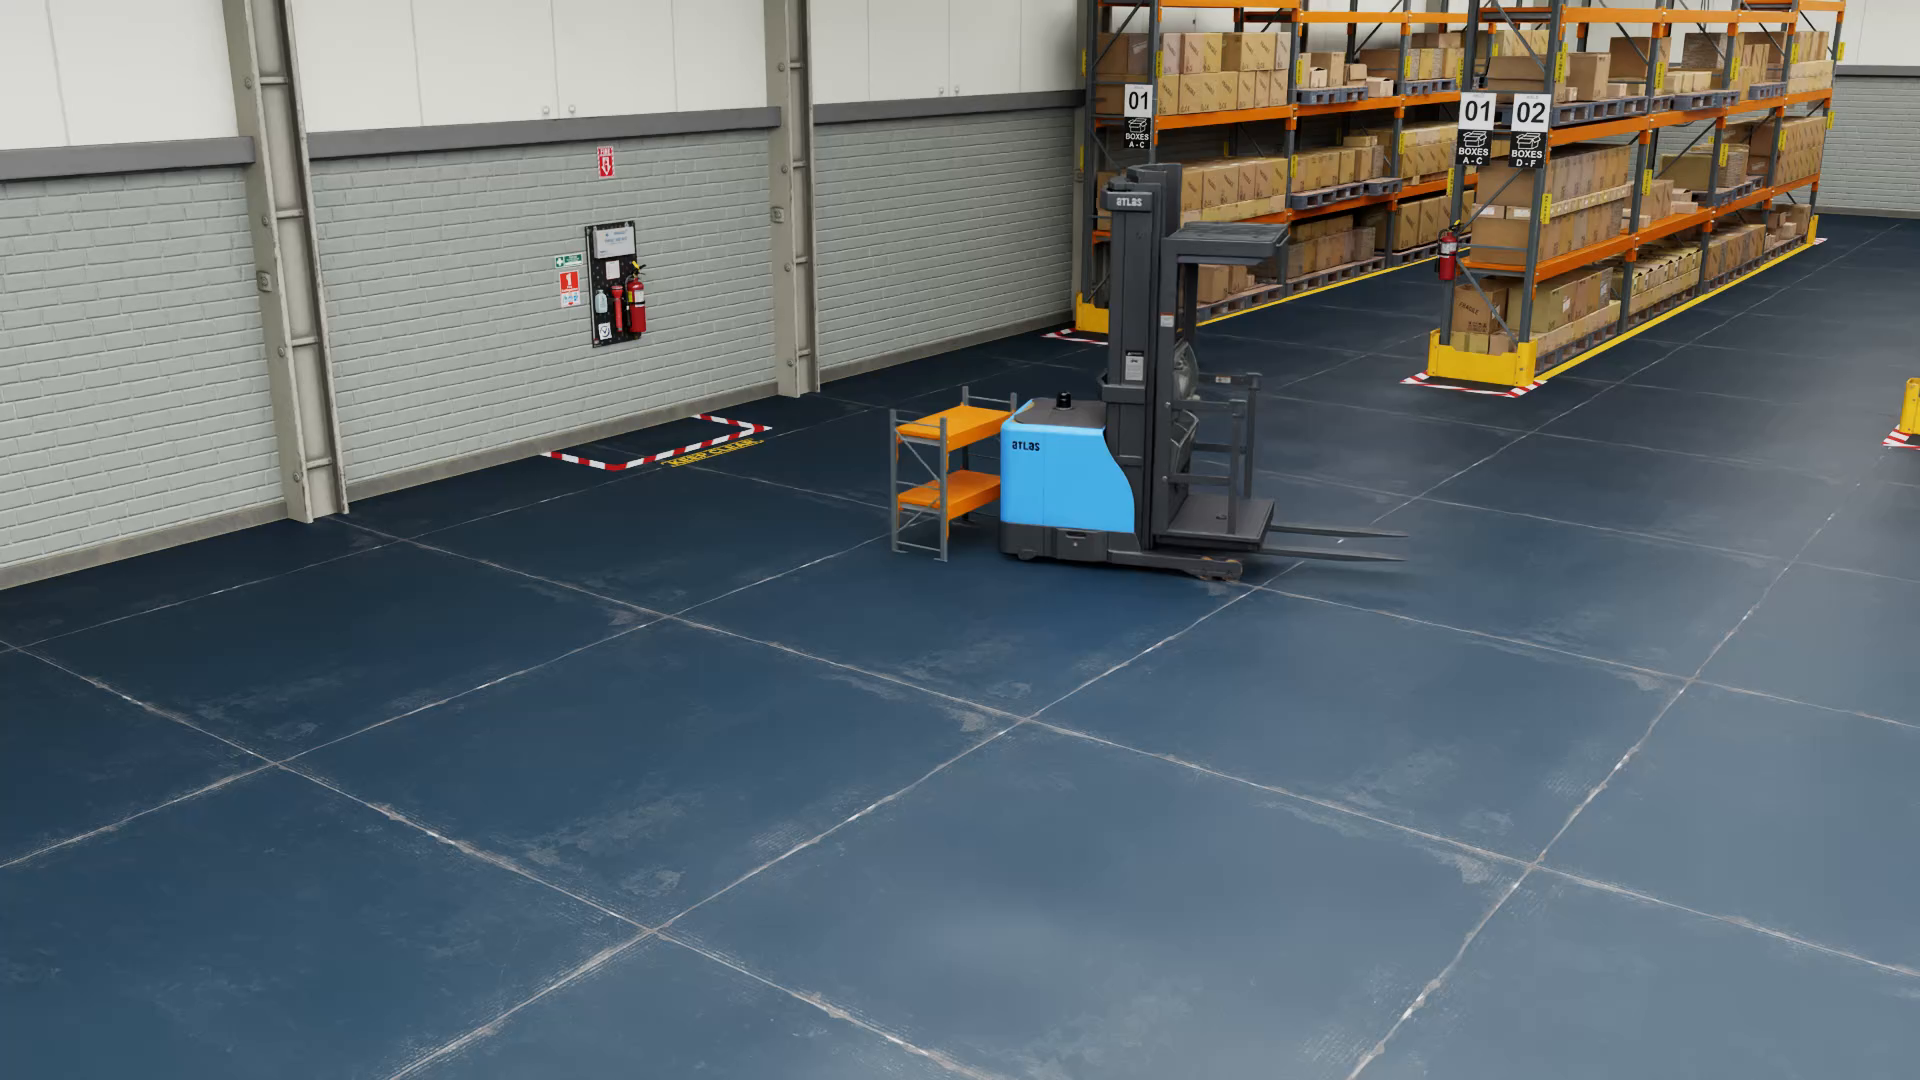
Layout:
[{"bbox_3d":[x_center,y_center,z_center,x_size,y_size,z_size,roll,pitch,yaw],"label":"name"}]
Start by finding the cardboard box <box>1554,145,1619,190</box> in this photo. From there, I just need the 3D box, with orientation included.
[{"bbox_3d":[7.856,-4.701,20.966,0.700,0.500,0.500,12,21,35],"label":"cardboard box"}]

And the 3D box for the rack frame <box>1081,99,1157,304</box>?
[{"bbox_3d":[2.052,-4.182,21.654,1.000,3.000,0.127,12,21,35],"label":"rack frame"}]

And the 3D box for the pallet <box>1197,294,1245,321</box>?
[{"bbox_3d":[3.337,-3.345,23.660,1.003,0.211,1.213,12,21,35],"label":"pallet"}]

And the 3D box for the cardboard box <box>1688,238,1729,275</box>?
[{"bbox_3d":[11.607,-4.413,25.870,0.500,0.500,0.500,12,21,33],"label":"cardboard box"}]

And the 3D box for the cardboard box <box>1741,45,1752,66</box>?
[{"bbox_3d":[12.030,-7.469,26.136,0.600,0.600,0.600,11,21,33],"label":"cardboard box"}]

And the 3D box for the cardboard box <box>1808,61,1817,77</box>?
[{"bbox_3d":[14.573,-8.193,28.922,0.500,0.250,0.500,12,21,35],"label":"cardboard box"}]

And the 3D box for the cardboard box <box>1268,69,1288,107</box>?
[{"bbox_3d":[4.331,-6.460,23.729,0.500,0.500,0.500,13,22,36],"label":"cardboard box"}]

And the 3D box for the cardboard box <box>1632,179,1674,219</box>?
[{"bbox_3d":[9.812,-4.859,23.663,0.500,0.500,0.500,11,20,32],"label":"cardboard box"}]

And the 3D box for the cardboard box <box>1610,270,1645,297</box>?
[{"bbox_3d":[8.862,-3.470,22.343,0.500,0.311,0.500,13,21,35],"label":"cardboard box"}]

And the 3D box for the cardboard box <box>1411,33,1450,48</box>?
[{"bbox_3d":[8.255,-8.768,29.189,0.500,0.250,0.500,12,21,33],"label":"cardboard box"}]

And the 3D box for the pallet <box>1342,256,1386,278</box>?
[{"bbox_3d":[6.352,-4.570,27.605,1.003,0.211,1.213,12,21,35],"label":"pallet"}]

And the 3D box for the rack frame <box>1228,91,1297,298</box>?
[{"bbox_3d":[4.435,-5.135,24.722,1.000,3.000,0.127,12,21,35],"label":"rack frame"}]

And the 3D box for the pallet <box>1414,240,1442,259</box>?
[{"bbox_3d":[8.076,-5.220,29.697,1.003,0.211,1.213,12,21,35],"label":"pallet"}]

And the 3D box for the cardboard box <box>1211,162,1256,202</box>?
[{"bbox_3d":[3.800,-5.026,23.325,0.500,0.500,0.500,12,21,33],"label":"cardboard box"}]

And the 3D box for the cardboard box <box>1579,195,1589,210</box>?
[{"bbox_3d":[7.356,-4.087,20.084,0.380,0.149,0.250,13,21,35],"label":"cardboard box"}]

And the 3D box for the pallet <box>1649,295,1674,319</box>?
[{"bbox_3d":[9.550,-3.403,23.846,1.003,0.211,1.213,12,21,35],"label":"pallet"}]

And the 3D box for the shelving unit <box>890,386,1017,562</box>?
[{"bbox_3d":[-0.040,-0.539,13.084,0.538,1.125,1.048,11,20,31],"label":"shelving unit"}]

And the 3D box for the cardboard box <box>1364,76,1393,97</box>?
[{"bbox_3d":[6.606,-7.268,26.649,0.500,0.311,0.500,12,21,35],"label":"cardboard box"}]

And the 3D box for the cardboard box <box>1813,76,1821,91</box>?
[{"bbox_3d":[14.877,-8.072,29.375,0.500,0.250,0.500,12,21,35],"label":"cardboard box"}]

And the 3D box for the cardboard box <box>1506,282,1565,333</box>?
[{"bbox_3d":[6.827,-2.761,19.742,0.500,0.500,0.500,12,21,35],"label":"cardboard box"}]

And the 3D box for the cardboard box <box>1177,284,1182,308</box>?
[{"bbox_3d":[2.876,-3.393,22.904,0.500,0.311,0.500,15,22,39],"label":"cardboard box"}]

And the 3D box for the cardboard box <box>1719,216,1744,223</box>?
[{"bbox_3d":[13.294,-5.368,28.946,0.500,0.500,0.500,12,21,35],"label":"cardboard box"}]

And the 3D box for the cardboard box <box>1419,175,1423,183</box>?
[{"bbox_3d":[7.783,-6.267,28.756,0.380,0.149,0.250,13,21,36],"label":"cardboard box"}]

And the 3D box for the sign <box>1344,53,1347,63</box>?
[{"bbox_3d":[6.378,-7.905,27.579,0.100,0.325,0.005,12,21,35],"label":"sign"}]

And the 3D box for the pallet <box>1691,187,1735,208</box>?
[{"bbox_3d":[11.146,-5.296,25.562,1.213,0.211,1.003,12,21,35],"label":"pallet"}]

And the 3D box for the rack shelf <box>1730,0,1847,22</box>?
[{"bbox_3d":[14.374,-9.162,28.793,1.077,0.370,4.000,12,21,35],"label":"rack shelf"}]

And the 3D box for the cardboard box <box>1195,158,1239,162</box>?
[{"bbox_3d":[3.676,-5.234,23.994,0.500,0.500,0.500,12,21,34],"label":"cardboard box"}]

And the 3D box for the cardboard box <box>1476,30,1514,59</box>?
[{"bbox_3d":[9.852,-9.128,30.634,0.500,0.500,0.500,12,21,34],"label":"cardboard box"}]

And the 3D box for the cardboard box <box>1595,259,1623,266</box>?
[{"bbox_3d":[9.031,-3.806,23.426,0.500,0.311,0.500,12,21,35],"label":"cardboard box"}]

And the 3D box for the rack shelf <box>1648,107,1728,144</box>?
[{"bbox_3d":[9.607,-5.826,23.102,1.077,0.370,4.000,12,21,35],"label":"rack shelf"}]

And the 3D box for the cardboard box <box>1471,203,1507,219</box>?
[{"bbox_3d":[6.107,-3.790,19.128,0.380,0.149,0.250,12,21,34],"label":"cardboard box"}]

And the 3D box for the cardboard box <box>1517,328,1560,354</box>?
[{"bbox_3d":[6.825,-2.403,19.854,0.500,0.250,0.500,12,21,35],"label":"cardboard box"}]

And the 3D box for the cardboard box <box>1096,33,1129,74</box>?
[{"bbox_3d":[2.099,-6.299,21.522,0.500,0.500,0.500,14,22,37],"label":"cardboard box"}]

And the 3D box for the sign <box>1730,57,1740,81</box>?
[{"bbox_3d":[11.240,-6.831,24.118,0.100,0.325,0.005,12,21,35],"label":"sign"}]

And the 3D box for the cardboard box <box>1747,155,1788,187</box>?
[{"bbox_3d":[13.705,-6.287,28.263,0.500,0.500,0.500,13,22,36],"label":"cardboard box"}]

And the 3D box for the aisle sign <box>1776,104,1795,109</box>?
[{"bbox_3d":[15.370,-8.428,30.943,0.394,0.787,0.004,12,21,35],"label":"aisle sign"}]

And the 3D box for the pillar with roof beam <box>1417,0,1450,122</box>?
[{"bbox_3d":[12.382,-9.464,28.547,9.100,9.000,0.400,12,21,35],"label":"pillar with roof beam"}]

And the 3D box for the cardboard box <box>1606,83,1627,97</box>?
[{"bbox_3d":[7.916,-5.505,20.335,0.380,0.149,0.250,12,21,35],"label":"cardboard box"}]

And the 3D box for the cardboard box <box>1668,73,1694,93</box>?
[{"bbox_3d":[9.926,-6.394,23.264,0.500,0.250,0.500,12,21,34],"label":"cardboard box"}]

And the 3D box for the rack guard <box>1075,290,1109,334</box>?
[{"bbox_3d":[2.097,-3.007,22.083,1.175,0.500,0.348,12,21,35],"label":"rack guard"}]

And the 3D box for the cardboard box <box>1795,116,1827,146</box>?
[{"bbox_3d":[15.521,-7.489,30.449,0.500,0.500,0.500,12,21,34],"label":"cardboard box"}]

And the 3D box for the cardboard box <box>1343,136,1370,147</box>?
[{"bbox_3d":[6.457,-6.489,27.077,0.380,0.149,0.250,9,19,26],"label":"cardboard box"}]

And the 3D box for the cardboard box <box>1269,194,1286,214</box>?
[{"bbox_3d":[4.396,-4.907,24.205,0.500,0.250,0.500,12,21,35],"label":"cardboard box"}]

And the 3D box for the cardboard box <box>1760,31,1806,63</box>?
[{"bbox_3d":[13.853,-8.340,28.131,0.700,0.500,0.500,12,21,35],"label":"cardboard box"}]

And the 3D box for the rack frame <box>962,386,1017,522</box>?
[{"bbox_3d":[0.236,-0.666,13.492,0.500,1.125,0.032,11,20,31],"label":"rack frame"}]

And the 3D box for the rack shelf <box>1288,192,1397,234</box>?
[{"bbox_3d":[5.627,-5.268,26.362,1.077,0.370,4.000,12,21,35],"label":"rack shelf"}]

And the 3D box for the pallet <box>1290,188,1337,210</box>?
[{"bbox_3d":[5.007,-5.200,25.254,1.003,0.211,1.213,12,21,35],"label":"pallet"}]

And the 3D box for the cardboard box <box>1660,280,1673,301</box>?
[{"bbox_3d":[9.771,-3.567,23.599,0.500,0.250,0.500,13,21,36],"label":"cardboard box"}]

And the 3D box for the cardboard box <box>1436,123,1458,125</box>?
[{"bbox_3d":[8.817,-7.321,29.794,0.500,0.250,0.500,13,21,36],"label":"cardboard box"}]

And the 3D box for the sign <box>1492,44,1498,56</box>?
[{"bbox_3d":[9.643,-8.777,29.988,0.100,0.325,0.005,12,21,35],"label":"sign"}]

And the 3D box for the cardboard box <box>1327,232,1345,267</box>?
[{"bbox_3d":[5.758,-4.698,26.787,0.700,0.500,0.500,12,21,34],"label":"cardboard box"}]

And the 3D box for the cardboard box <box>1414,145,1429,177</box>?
[{"bbox_3d":[7.633,-6.481,28.351,0.500,0.500,0.500,13,22,36],"label":"cardboard box"}]

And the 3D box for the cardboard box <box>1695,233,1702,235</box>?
[{"bbox_3d":[11.784,-4.743,26.933,0.500,0.500,0.500,11,21,33],"label":"cardboard box"}]

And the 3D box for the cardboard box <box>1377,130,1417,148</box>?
[{"bbox_3d":[7.313,-6.715,27.840,0.500,0.250,0.500,13,22,36],"label":"cardboard box"}]

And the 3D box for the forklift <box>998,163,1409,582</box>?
[{"bbox_3d":[1.868,-1.264,12.373,3.031,2.935,1.130,5,18,15],"label":"forklift"}]
